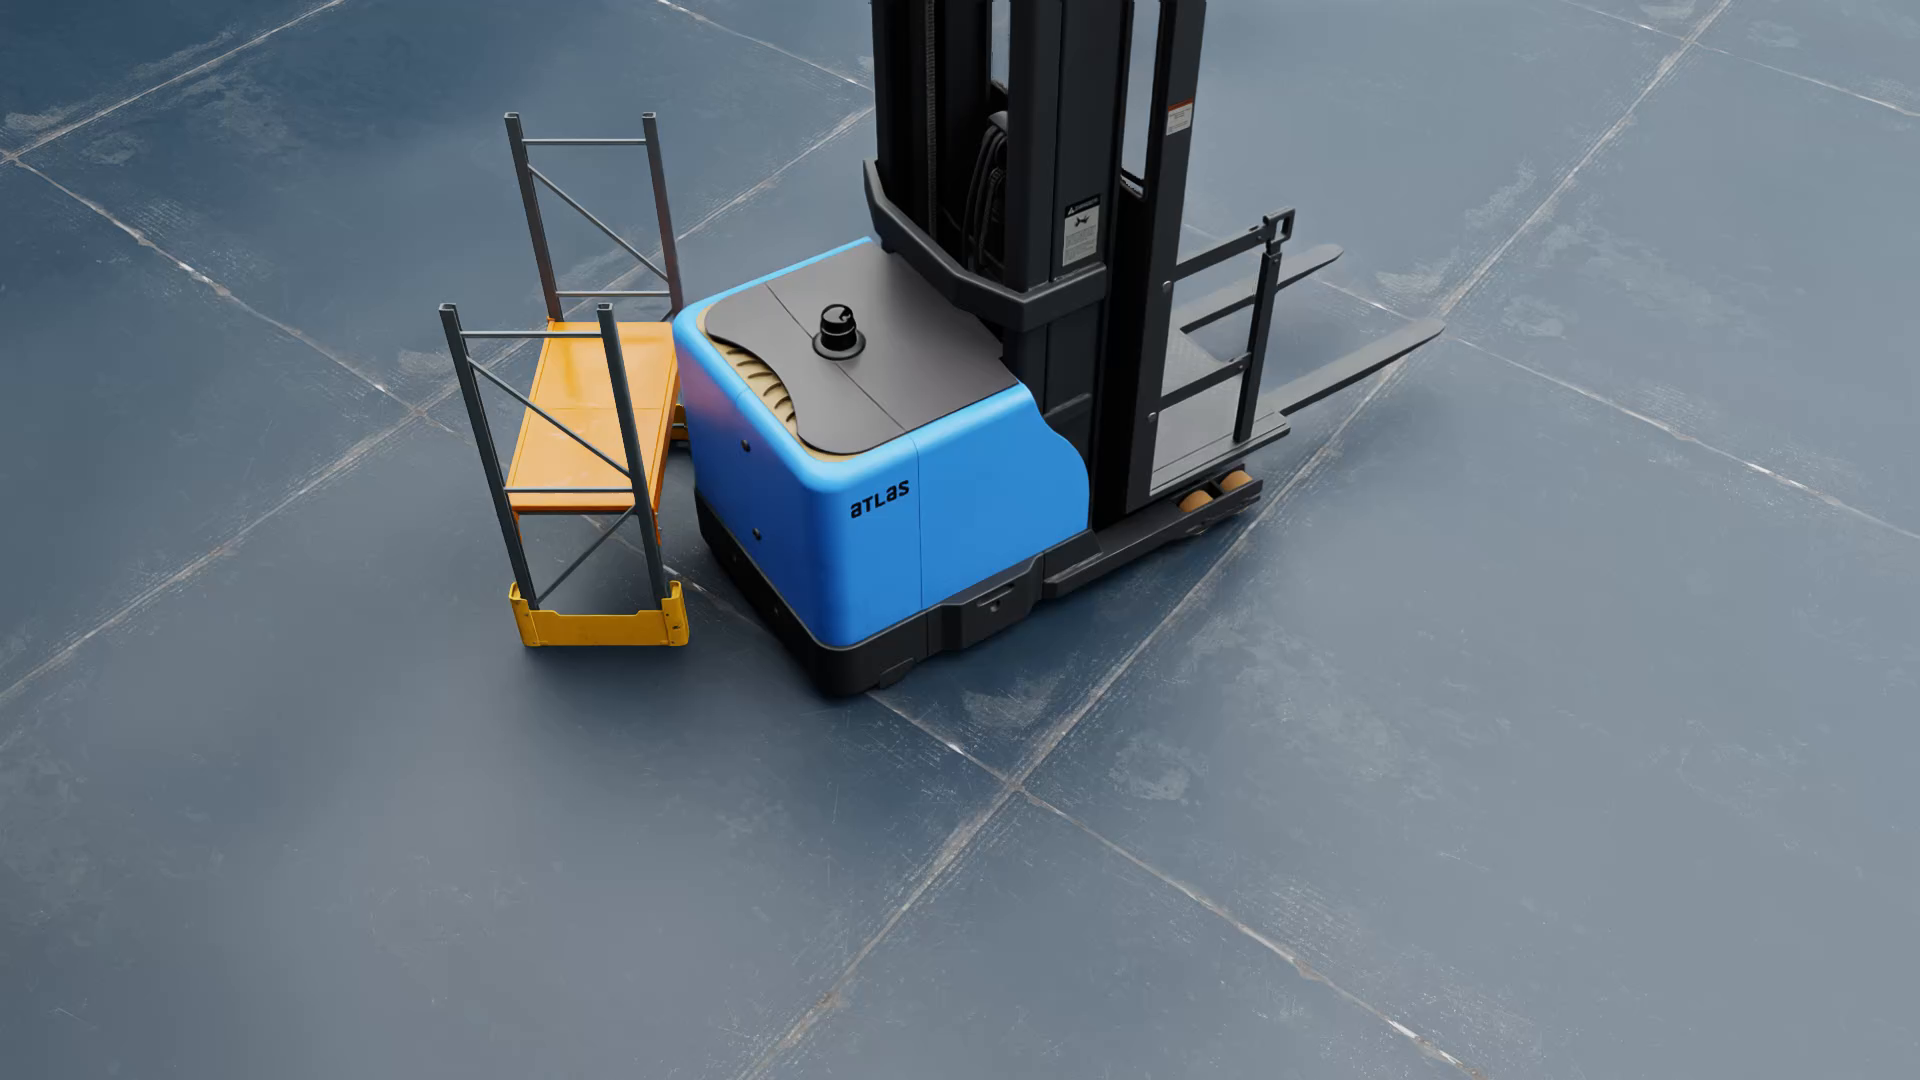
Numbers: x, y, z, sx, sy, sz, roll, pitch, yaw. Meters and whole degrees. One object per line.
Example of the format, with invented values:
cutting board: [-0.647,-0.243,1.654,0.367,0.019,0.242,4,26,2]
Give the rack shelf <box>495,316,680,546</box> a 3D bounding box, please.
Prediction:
rack shelf: [-1.261,-0.402,5.846,0.538,0.185,1.000,0,46,0]

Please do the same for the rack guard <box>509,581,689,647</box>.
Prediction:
rack guard: [-1.259,0.259,5.830,0.587,0.250,0.087,0,46,0]

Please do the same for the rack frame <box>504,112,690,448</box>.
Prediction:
rack frame: [-1.262,-0.894,6.067,0.500,1.500,0.032,0,46,0]

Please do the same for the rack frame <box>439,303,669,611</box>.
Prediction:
rack frame: [-1.259,-0.159,5.364,0.500,1.500,0.032,0,46,0]

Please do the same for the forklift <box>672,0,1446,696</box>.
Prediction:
forklift: [0.540,-1.327,5.490,3.031,2.935,1.130,-26,52,-23]

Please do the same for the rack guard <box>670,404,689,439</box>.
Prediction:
rack guard: [-1.262,-0.461,6.518,0.587,0.250,0.087,0,46,0]

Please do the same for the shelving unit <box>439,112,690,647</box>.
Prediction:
shelving unit: [-1.261,-0.533,5.722,0.587,1.500,1.083,0,46,0]
